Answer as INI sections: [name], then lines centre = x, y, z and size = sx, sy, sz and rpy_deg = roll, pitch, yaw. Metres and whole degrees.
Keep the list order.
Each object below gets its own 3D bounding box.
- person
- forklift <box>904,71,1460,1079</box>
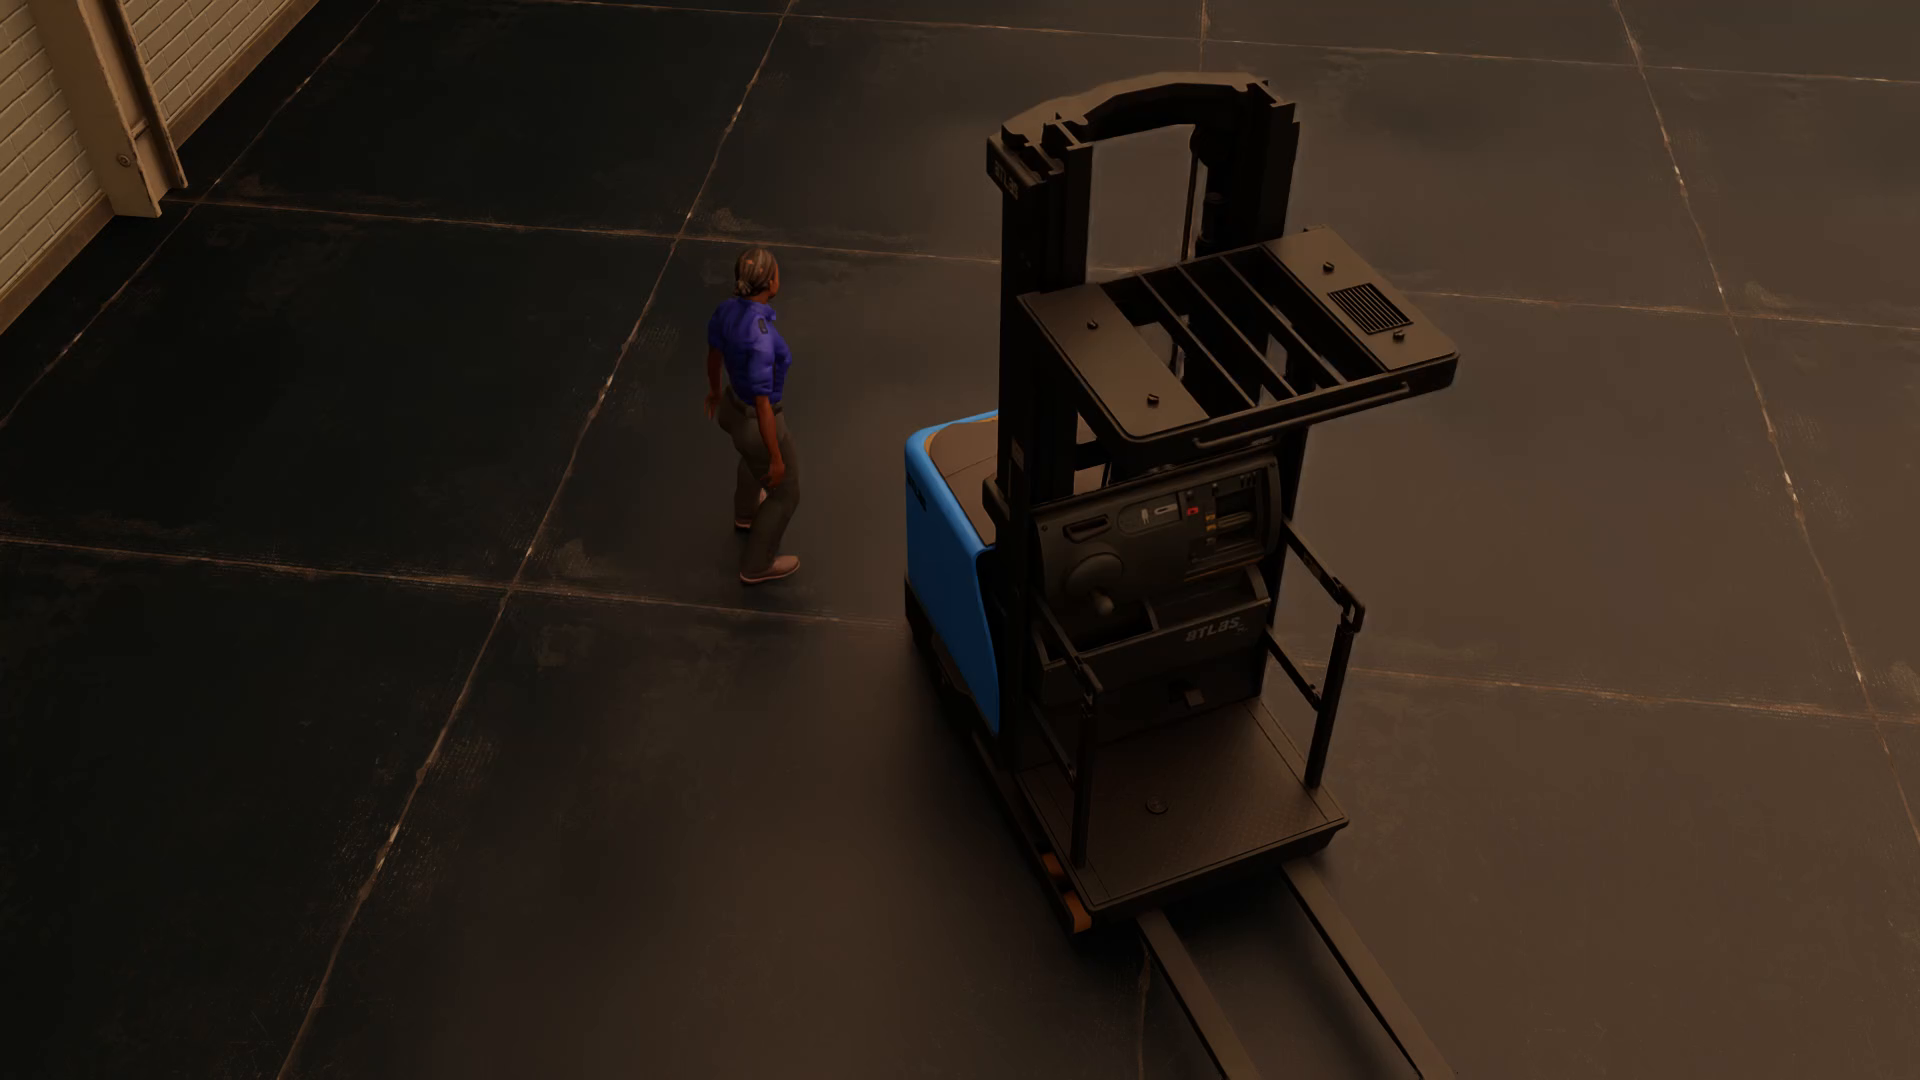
[person]
centre = -0.912, -0.544, 7.300
size = 0.391, 1.628, 0.801
rpy_deg = -22, 47, -22
[forklift]
centre = 0.785, 0.072, 5.646
size = 1.130, 2.935, 3.031
rpy_deg = -16, 45, -16
